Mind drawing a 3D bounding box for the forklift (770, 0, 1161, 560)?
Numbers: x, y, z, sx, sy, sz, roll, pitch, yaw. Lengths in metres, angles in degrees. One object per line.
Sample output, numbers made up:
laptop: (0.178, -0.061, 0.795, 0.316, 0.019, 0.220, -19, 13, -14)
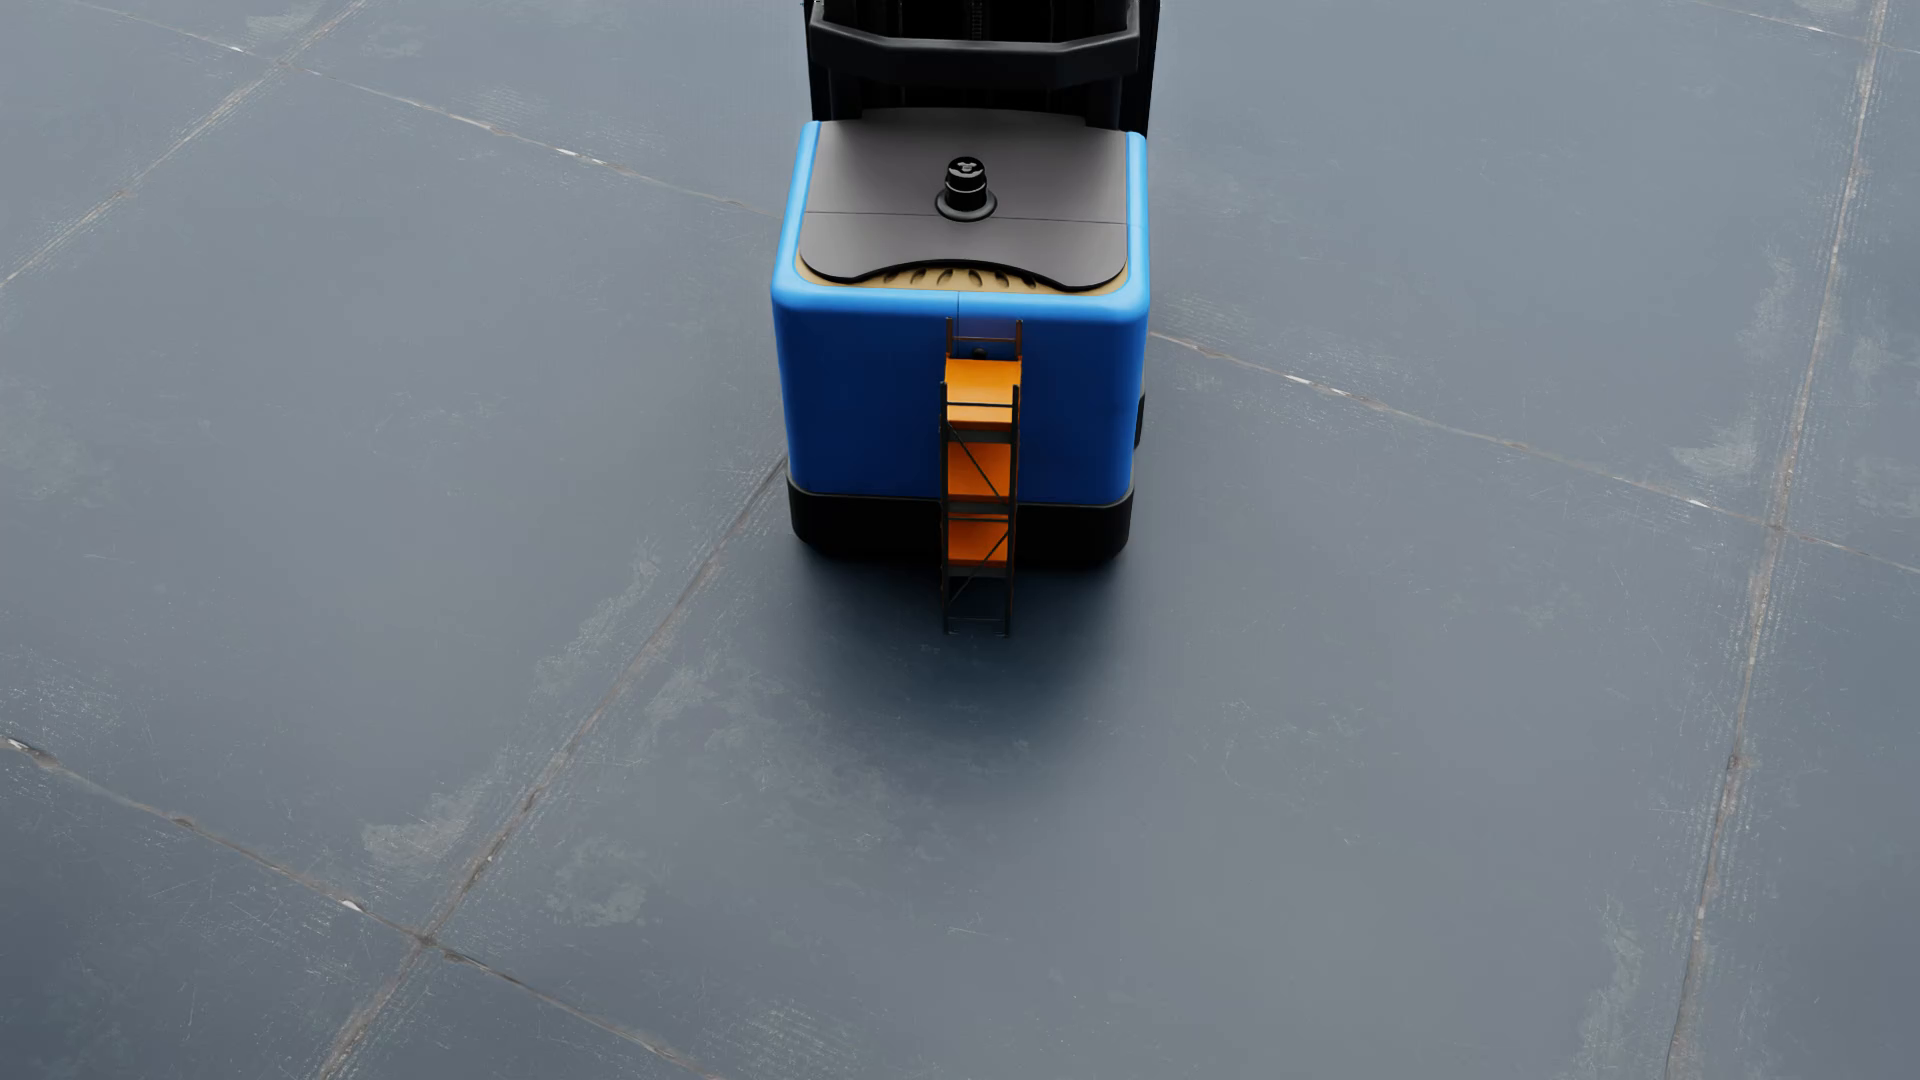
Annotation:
forklift: (0.080, -2.012, 5.038, 1.130, 2.935, 3.031, 2, 50, 2)

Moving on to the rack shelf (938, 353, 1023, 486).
rack shelf: (0.057, -0.324, 4.477, 0.215, 0.259, 0.240, 2, 50, 2)

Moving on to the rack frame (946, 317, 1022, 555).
rack frame: (0.064, -0.239, 4.764, 0.200, 1.050, 0.008, 2, 50, 2)

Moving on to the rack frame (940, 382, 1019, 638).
rack frame: (0.050, -0.054, 4.606, 0.200, 1.050, 0.008, 2, 50, 2)

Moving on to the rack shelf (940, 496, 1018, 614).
rack shelf: (0.057, 0.040, 4.905, 0.215, 0.259, 0.240, 2, 50, 2)

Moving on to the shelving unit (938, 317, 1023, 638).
shelving unit: (0.057, -0.147, 4.685, 0.215, 1.050, 0.252, 2, 50, 2)

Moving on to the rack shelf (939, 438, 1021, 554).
rack shelf: (0.057, -0.140, 4.693, 0.215, 0.259, 0.240, 2, 50, 2)
